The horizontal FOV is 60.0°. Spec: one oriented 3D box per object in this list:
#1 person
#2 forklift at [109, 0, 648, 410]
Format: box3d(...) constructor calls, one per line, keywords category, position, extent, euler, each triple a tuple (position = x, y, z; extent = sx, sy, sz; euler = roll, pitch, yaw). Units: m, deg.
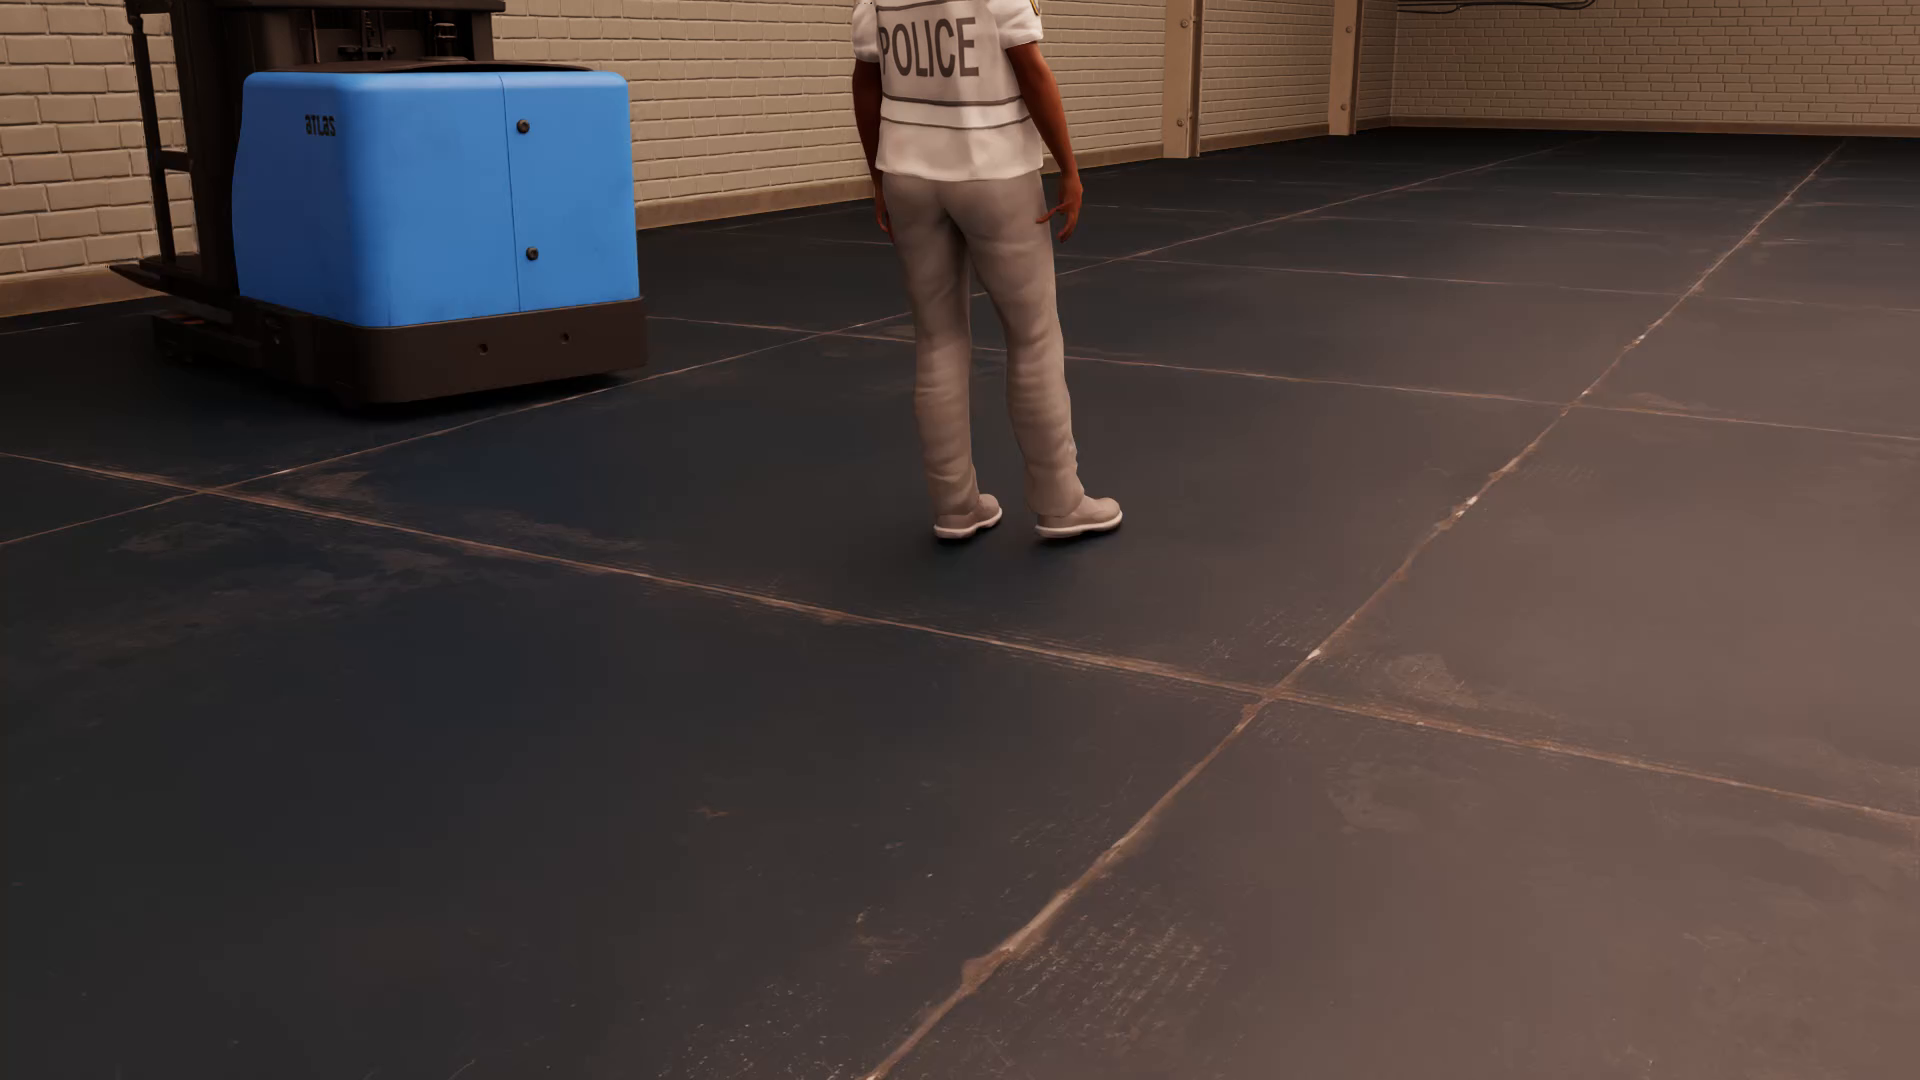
box3d(category="person", position=(0.054, -0.836, 3.853), extent=(0.570, 1.697, 0.528), euler=(9, 19, 28))
box3d(category="forklift", position=(-2.490, -2.165, 6.206), extent=(1.130, 2.935, 3.031), euler=(-15, 22, -41))
